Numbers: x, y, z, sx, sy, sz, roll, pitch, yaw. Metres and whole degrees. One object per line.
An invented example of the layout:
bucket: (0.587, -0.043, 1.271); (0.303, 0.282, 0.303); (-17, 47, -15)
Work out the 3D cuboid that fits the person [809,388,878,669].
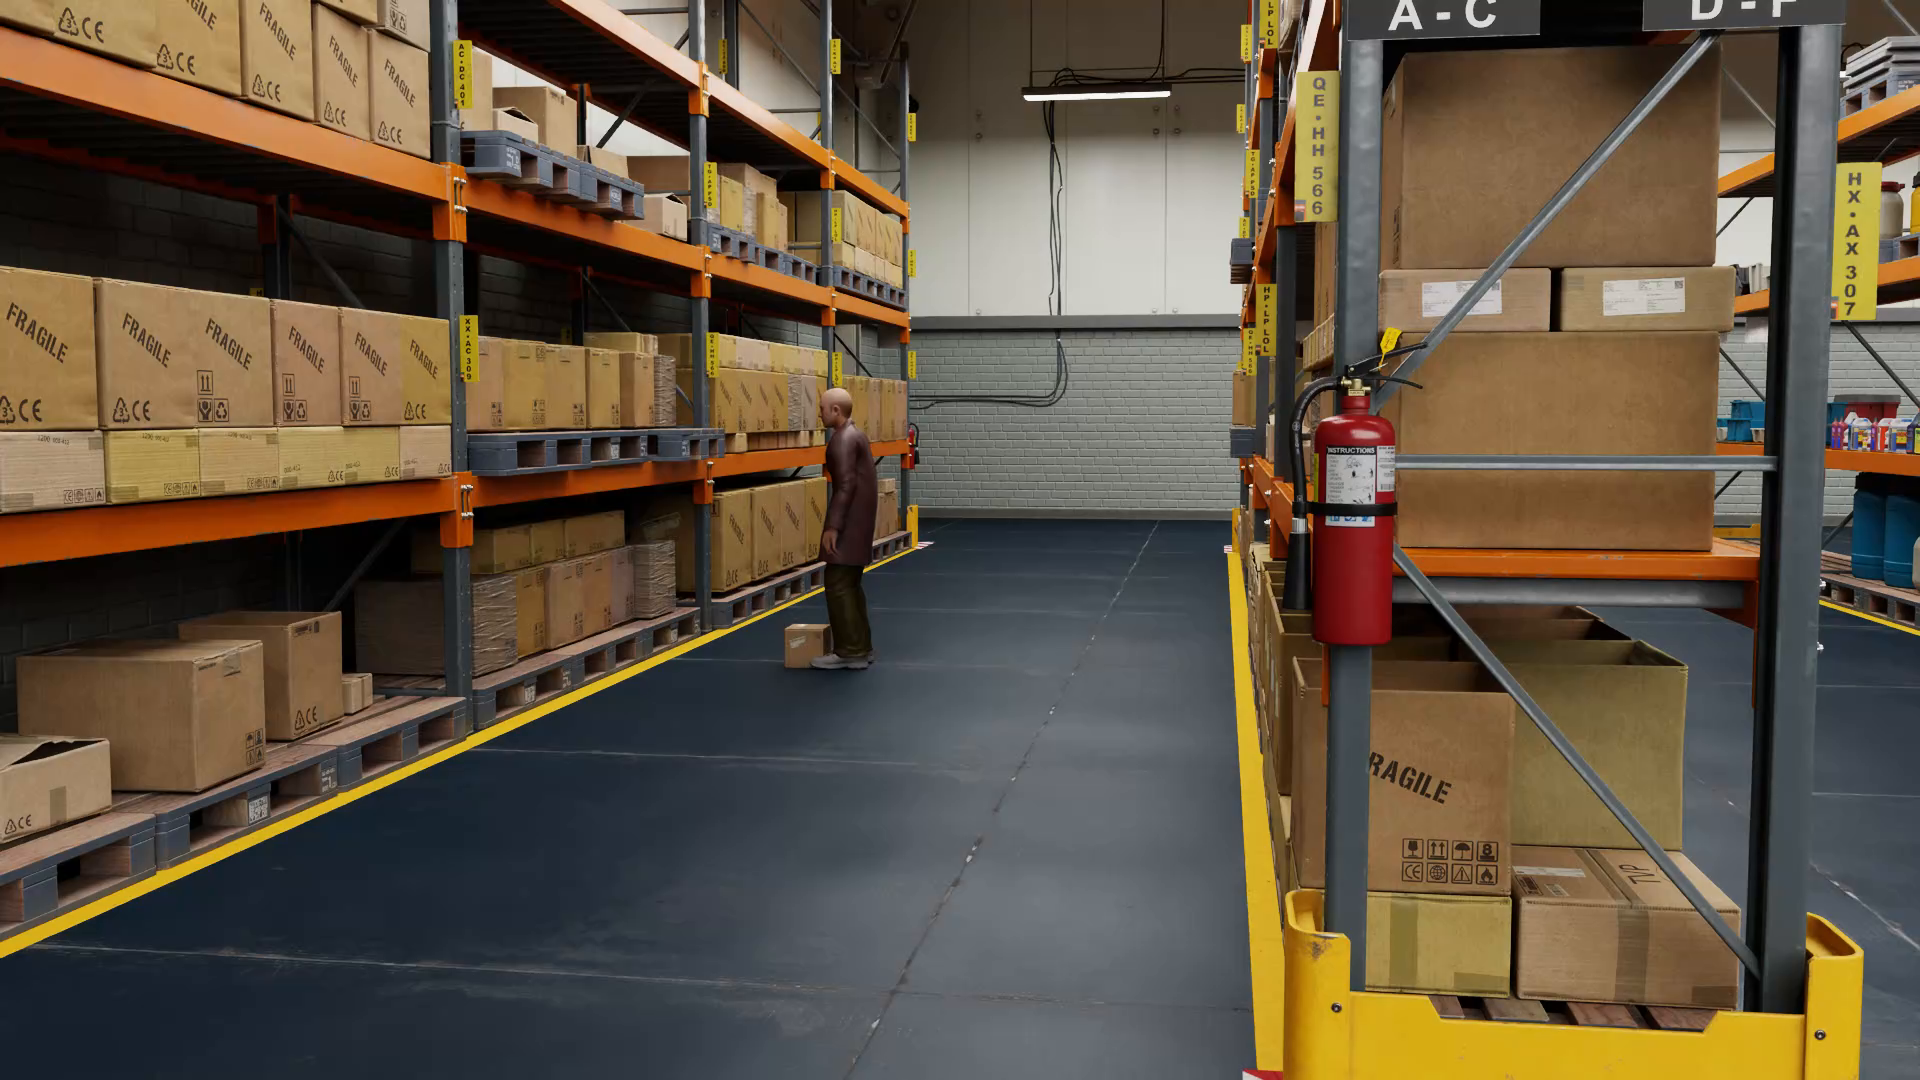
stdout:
person: (-0.733, -0.077, 10.585); (0.419, 1.774, 0.655); (0, 4, 6)
